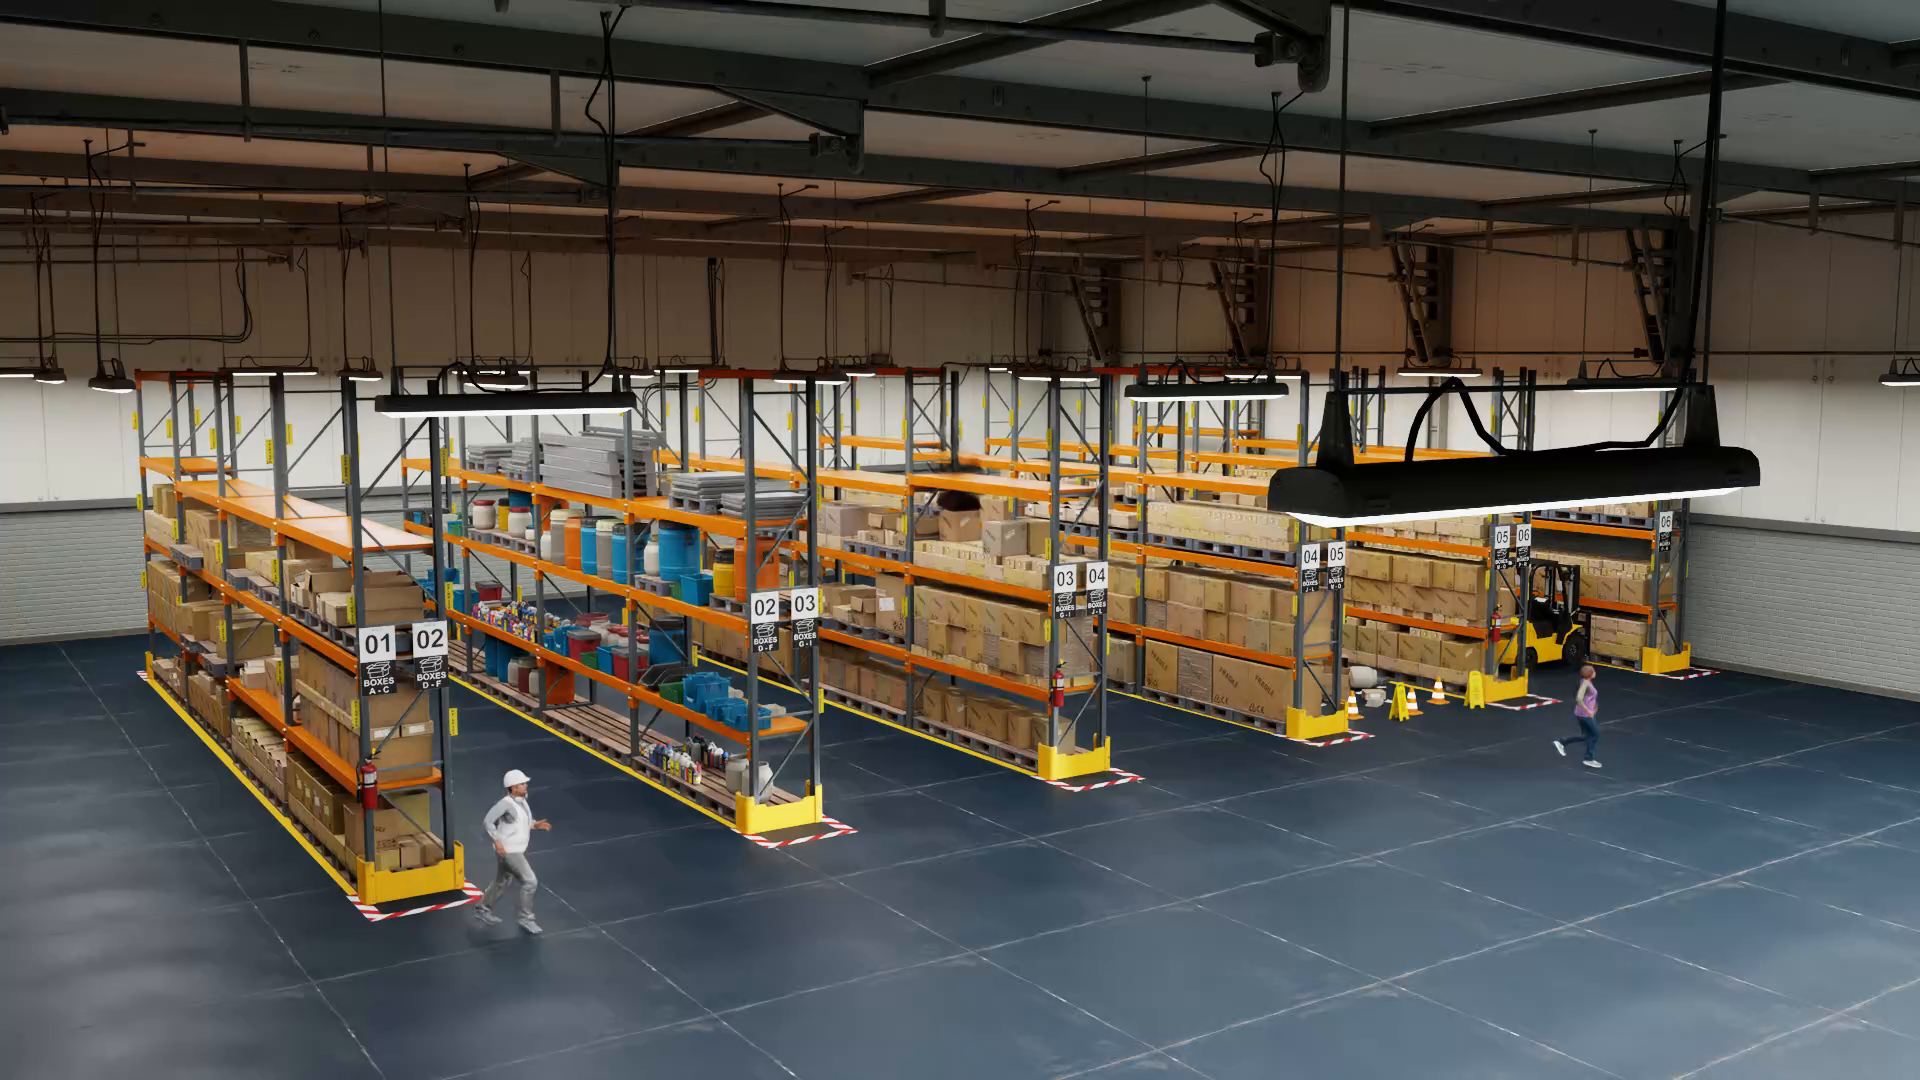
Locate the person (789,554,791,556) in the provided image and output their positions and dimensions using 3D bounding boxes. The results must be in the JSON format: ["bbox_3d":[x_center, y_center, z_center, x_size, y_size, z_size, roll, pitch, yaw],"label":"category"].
[{"bbox_3d":[-3.976,1.120,39.200,0.503,1.613,0.777,-3,7,-24],"label":"person"}]

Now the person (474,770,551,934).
[{"bbox_3d":[-4.924,3.411,18.234,0.873,1.816,0.597,0,6,-4],"label":"person"}]

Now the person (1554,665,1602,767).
[{"bbox_3d":[9.512,2.687,25.517,0.705,1.577,0.557,2,7,15],"label":"person"}]
